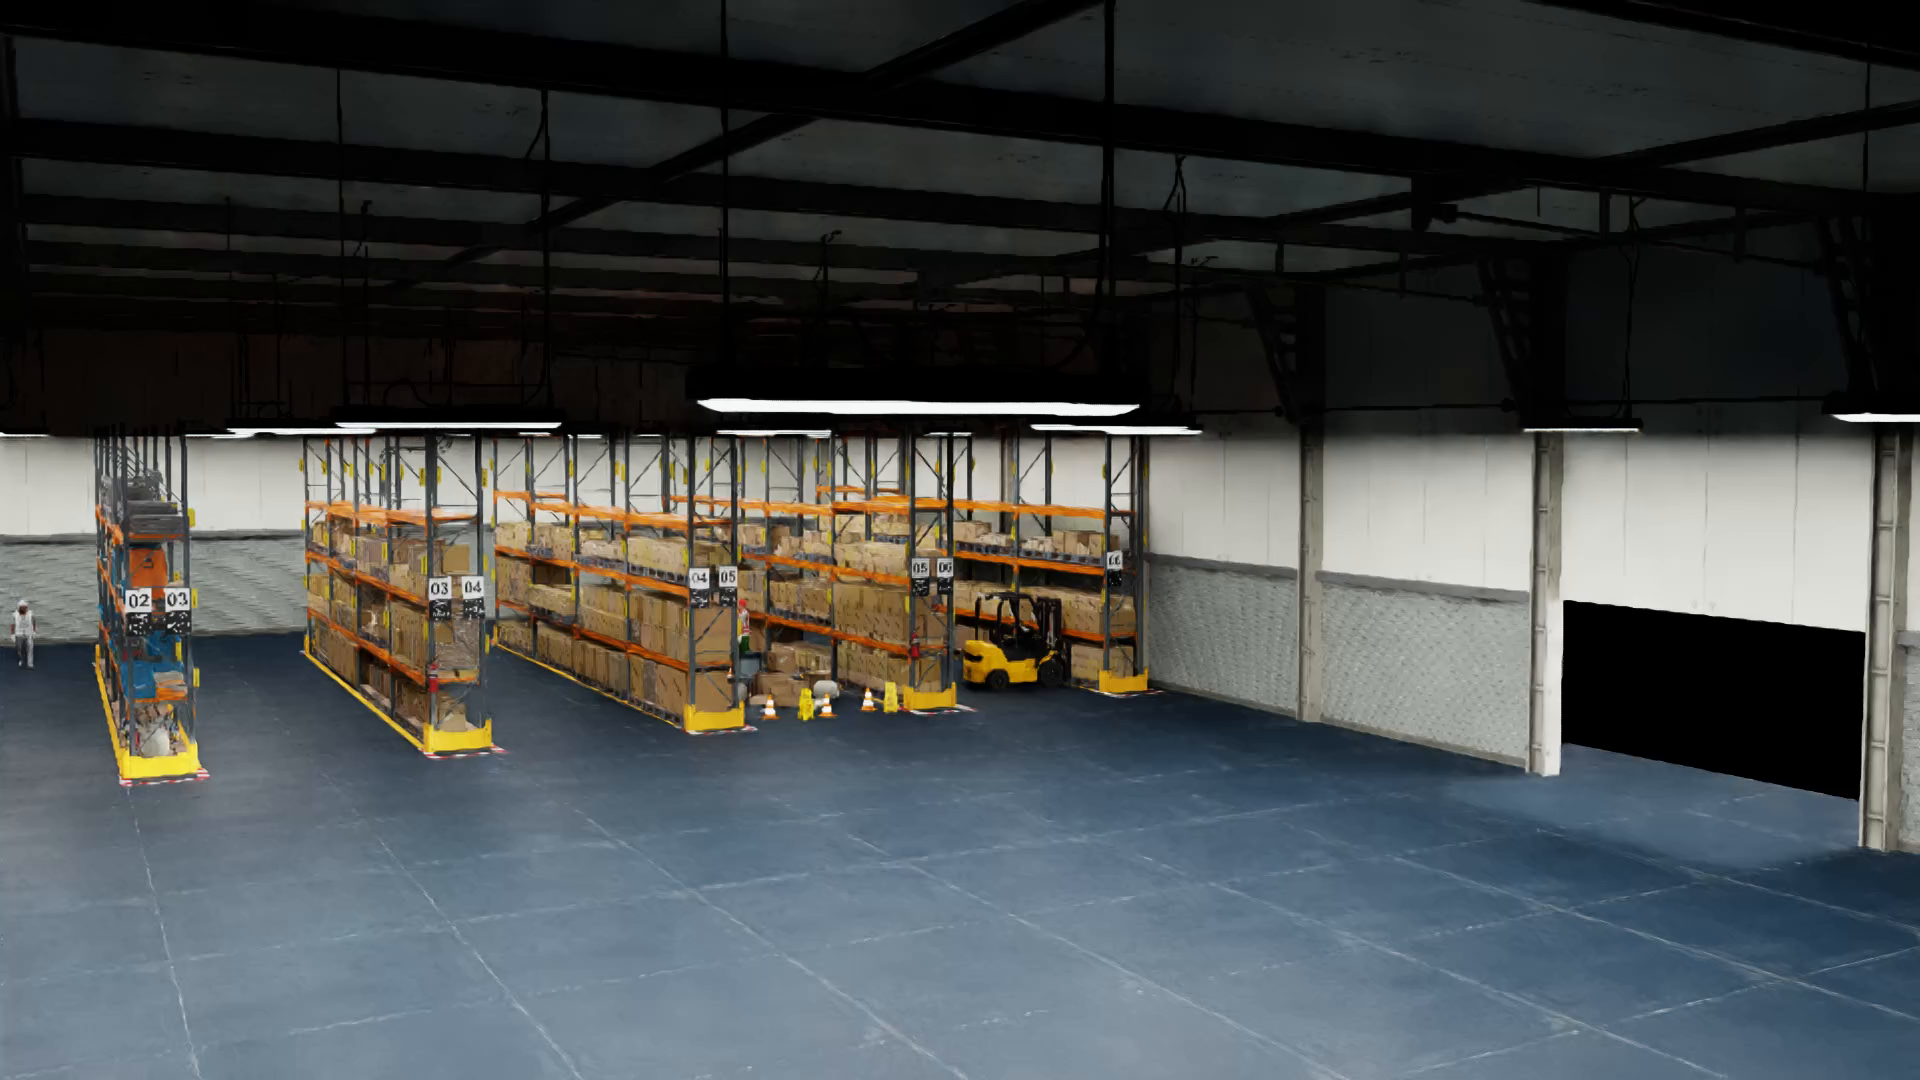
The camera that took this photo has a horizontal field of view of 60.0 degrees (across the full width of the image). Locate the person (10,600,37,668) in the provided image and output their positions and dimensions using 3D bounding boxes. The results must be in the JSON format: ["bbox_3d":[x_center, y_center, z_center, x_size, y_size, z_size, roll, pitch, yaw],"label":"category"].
[{"bbox_3d":[-23.443,2.337,41.622,0.566,1.706,1.122,-2,4,-27],"label":"person"}]

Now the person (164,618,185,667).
[{"bbox_3d":[-19.738,2.420,41.663,0.411,1.533,0.957,-3,4,-37],"label":"person"}]

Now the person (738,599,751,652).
[{"bbox_3d":[-5.320,2.306,40.985,0.426,1.729,0.666,0,3,-5],"label":"person"}]
